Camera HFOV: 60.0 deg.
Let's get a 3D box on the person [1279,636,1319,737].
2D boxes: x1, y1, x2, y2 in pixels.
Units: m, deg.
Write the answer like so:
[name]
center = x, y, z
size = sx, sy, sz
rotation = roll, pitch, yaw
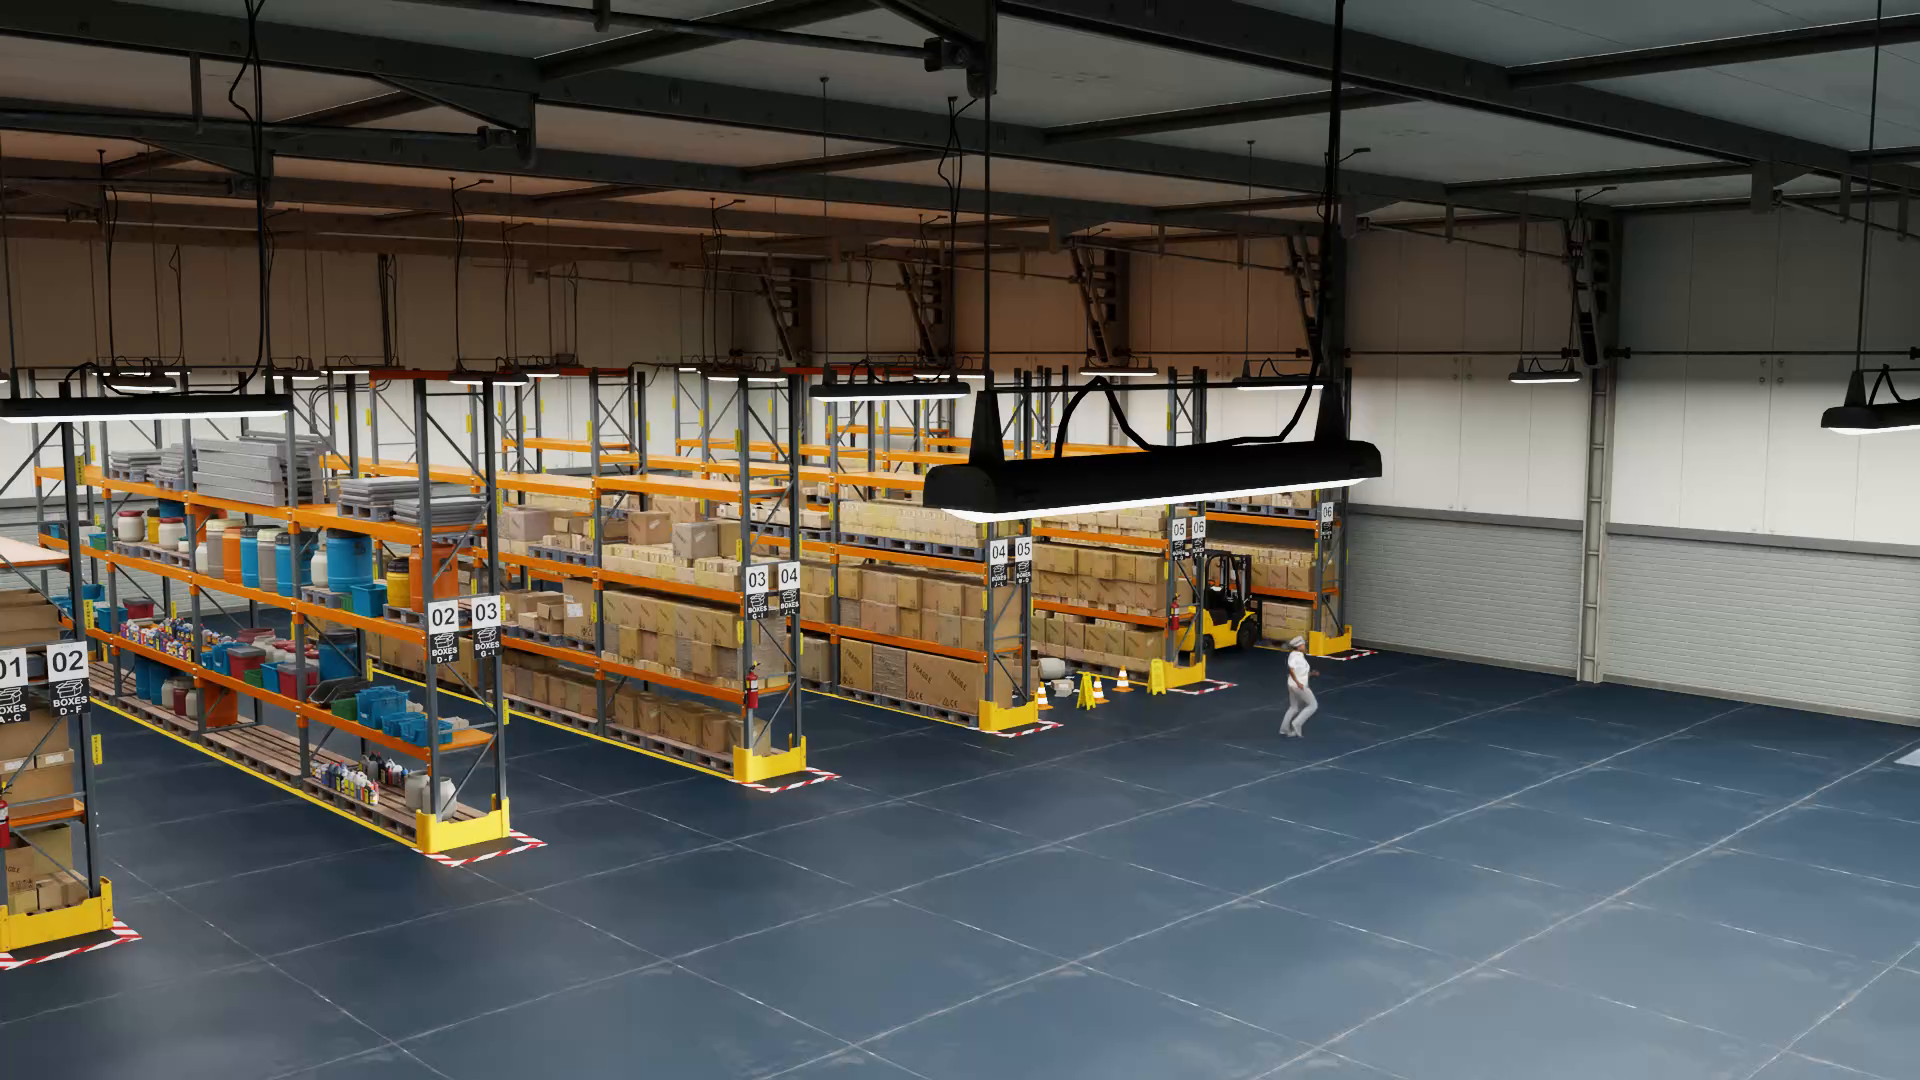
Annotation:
[person]
center = 5.600, 2.407, 27.361
size = 0.653, 1.675, 0.552
rotation = -1, 7, -8
